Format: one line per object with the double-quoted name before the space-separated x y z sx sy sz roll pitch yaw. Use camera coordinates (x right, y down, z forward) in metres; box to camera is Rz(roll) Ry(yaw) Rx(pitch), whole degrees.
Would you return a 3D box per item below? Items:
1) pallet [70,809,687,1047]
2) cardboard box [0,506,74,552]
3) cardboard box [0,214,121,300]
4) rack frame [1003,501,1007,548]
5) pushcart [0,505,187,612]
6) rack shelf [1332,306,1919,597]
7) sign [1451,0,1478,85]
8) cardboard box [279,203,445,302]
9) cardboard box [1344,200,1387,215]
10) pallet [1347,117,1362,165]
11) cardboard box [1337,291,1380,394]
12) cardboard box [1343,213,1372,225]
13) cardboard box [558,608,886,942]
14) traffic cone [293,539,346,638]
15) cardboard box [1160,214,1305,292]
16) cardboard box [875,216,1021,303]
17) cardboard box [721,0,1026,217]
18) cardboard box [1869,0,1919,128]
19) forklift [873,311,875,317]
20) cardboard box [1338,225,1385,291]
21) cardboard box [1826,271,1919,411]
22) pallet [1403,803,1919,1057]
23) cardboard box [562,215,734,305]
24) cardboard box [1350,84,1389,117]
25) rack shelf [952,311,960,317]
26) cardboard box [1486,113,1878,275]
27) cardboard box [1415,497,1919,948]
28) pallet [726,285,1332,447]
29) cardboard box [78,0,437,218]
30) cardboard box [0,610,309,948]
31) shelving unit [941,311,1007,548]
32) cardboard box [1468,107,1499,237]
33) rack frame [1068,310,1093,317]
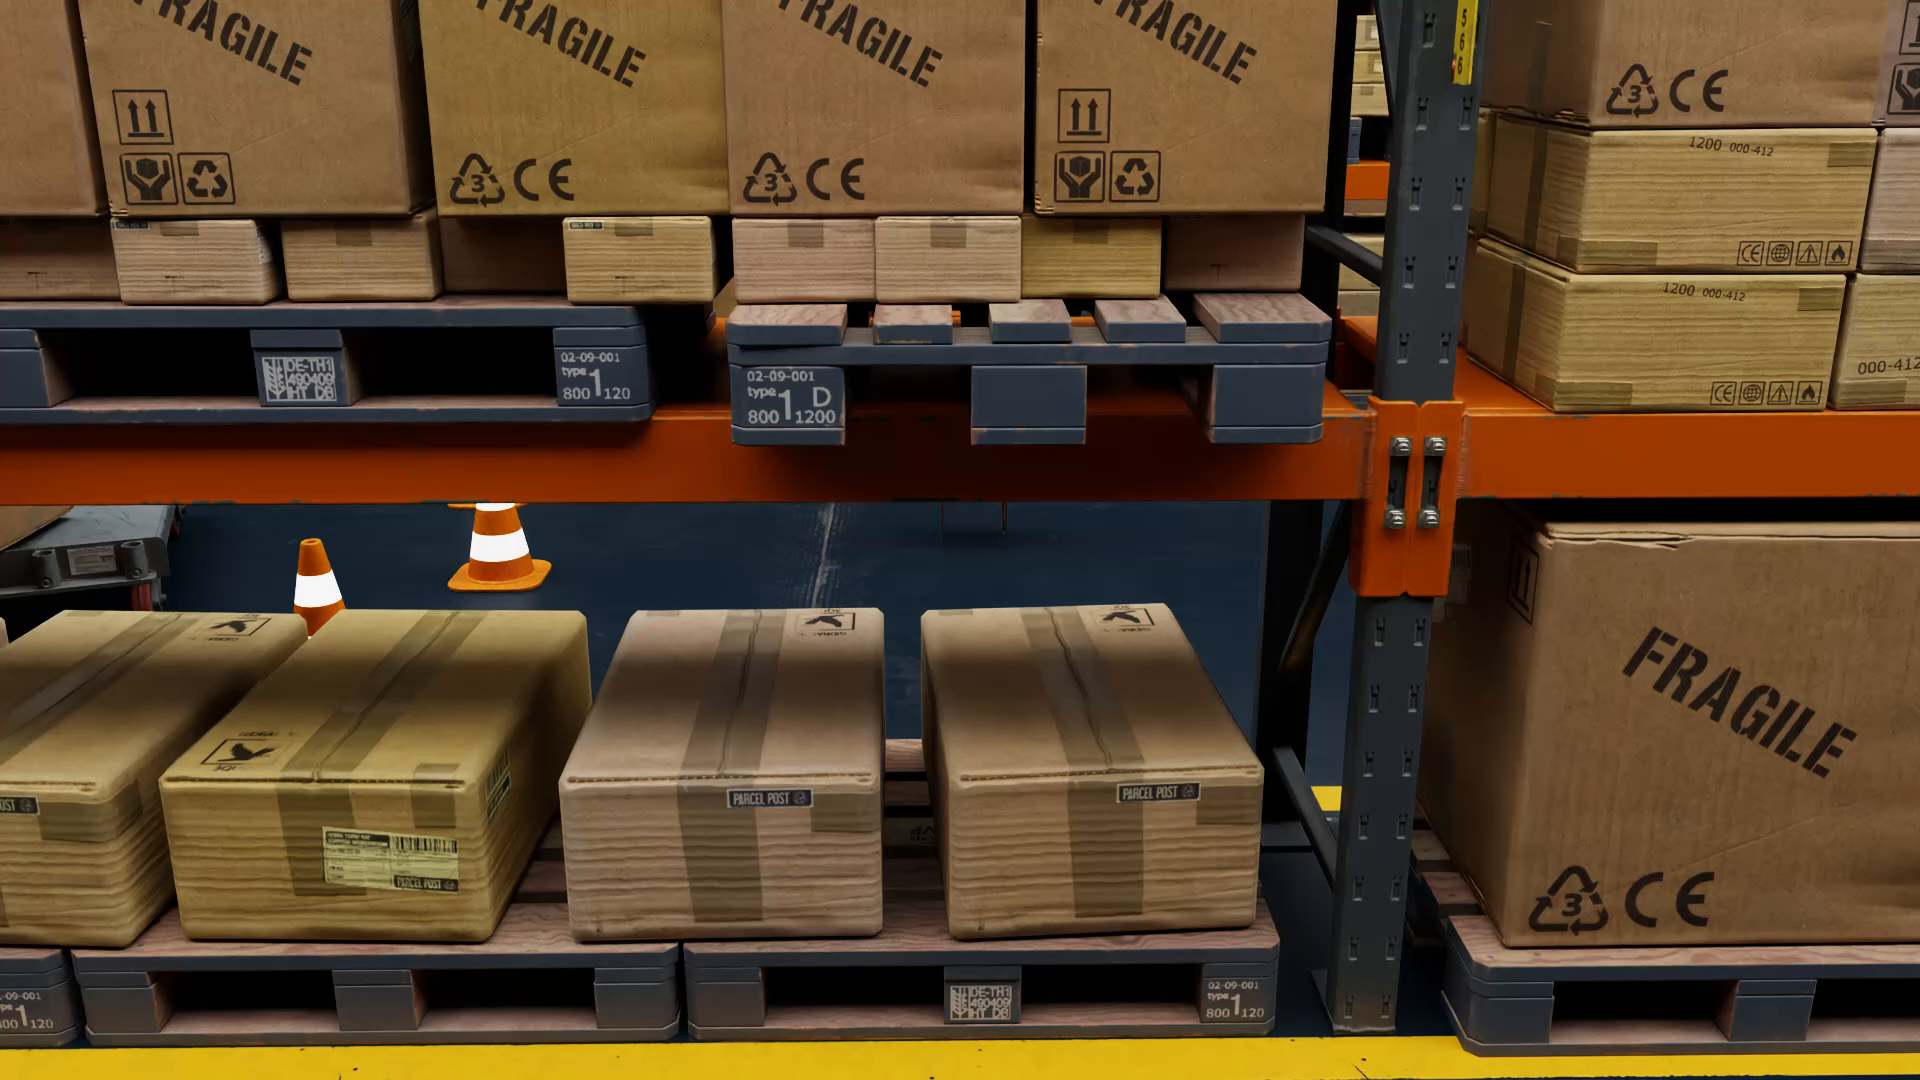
"pallet" -1.180 0.767 3.811 1.213 0.211 1.003 0 18 -1
"cardboard box" -3.240 -0.264 5.311 0.500 0.500 0.500 0 18 -1
"cardboard box" -1.587 -0.549 3.071 0.250 0.149 0.380 0 18 0
"rack frame" 0.175 -0.501 6.390 0.008 1.050 0.200 0 18 -1
"pushcart" -3.268 0.003 5.922 0.936 0.377 1.648 -7 19 -20
"rack shelf" 2.817 -0.236 3.551 4.000 0.370 1.077 0 18 -1
"sign" 0.836 -0.917 2.730 0.005 0.325 0.100 0 18 -1
"cardboard box" -1.054 -0.544 3.058 0.250 0.149 0.380 -1 18 -3
"cardboard box" 3.128 -2.790 13.124 0.875 0.875 1.225 -1 18 -3
"pallet" 1.349 -2.025 8.264 1.003 0.211 1.213 0 18 -1
"cardboard box" 1.852 -1.019 8.219 0.500 0.500 0.500 0 18 0
"cardboard box" 1.823 -1.536 8.603 0.500 0.250 0.500 0 18 0
"cardboard box" -0.485 0.488 3.731 0.625 0.372 0.950 -1 18 -2
"traffic cone" -1.964 0.225 5.090 0.334 0.463 0.336 0 18 -1
"cardboard box" 0.494 -0.576 3.156 0.250 0.149 0.380 0 18 1
"cardboard box" -0.024 -0.538 3.037 0.250 0.149 0.380 0 18 -1
"cardboard box" -0.149 -0.865 2.997 0.500 0.500 0.500 -1 18 -2
"cardboard box" 1.811 -1.026 3.034 0.500 0.500 0.500 0 18 -1
"forklift" -1.344 -2.997 11.091 1.130 2.935 3.031 -9 20 -26
"cardboard box" 1.839 -1.379 8.113 0.500 0.250 0.500 0 18 -2
"cardboard box" 1.824 -0.431 3.226 0.500 0.250 0.500 -1 18 -2
"pallet" 1.607 0.778 3.777 1.213 0.211 1.003 0 18 -1
"cardboard box" -0.551 -0.533 3.023 0.250 0.149 0.380 0 18 0
"cardboard box" 1.897 -2.106 7.925 0.250 0.149 0.380 1 18 2
"rack shelf" 0.053 -0.760 6.305 0.240 0.259 0.215 0 18 -1
"cardboard box" 1.328 -0.663 3.130 0.500 0.250 0.500 0 18 -1
"cardboard box" 1.510 0.265 3.603 0.875 0.875 0.875 0 18 -1
"pallet" 0.107 -0.442 3.328 1.003 0.211 1.213 0 18 -1
"cardboard box" -1.200 -0.860 2.981 0.500 0.500 0.500 -1 18 -3
"cardboard box" -1.939 0.494 3.713 0.625 0.372 0.950 1 18 3
"shelving unit" 0.053 -0.500 6.388 0.252 1.050 0.215 0 18 -1
"cardboard box" 1.298 -0.816 3.607 0.500 0.250 0.500 0 18 -1
"rack frame" 0.639 -2.080 8.122 0.127 3.000 1.000 0 18 -1
